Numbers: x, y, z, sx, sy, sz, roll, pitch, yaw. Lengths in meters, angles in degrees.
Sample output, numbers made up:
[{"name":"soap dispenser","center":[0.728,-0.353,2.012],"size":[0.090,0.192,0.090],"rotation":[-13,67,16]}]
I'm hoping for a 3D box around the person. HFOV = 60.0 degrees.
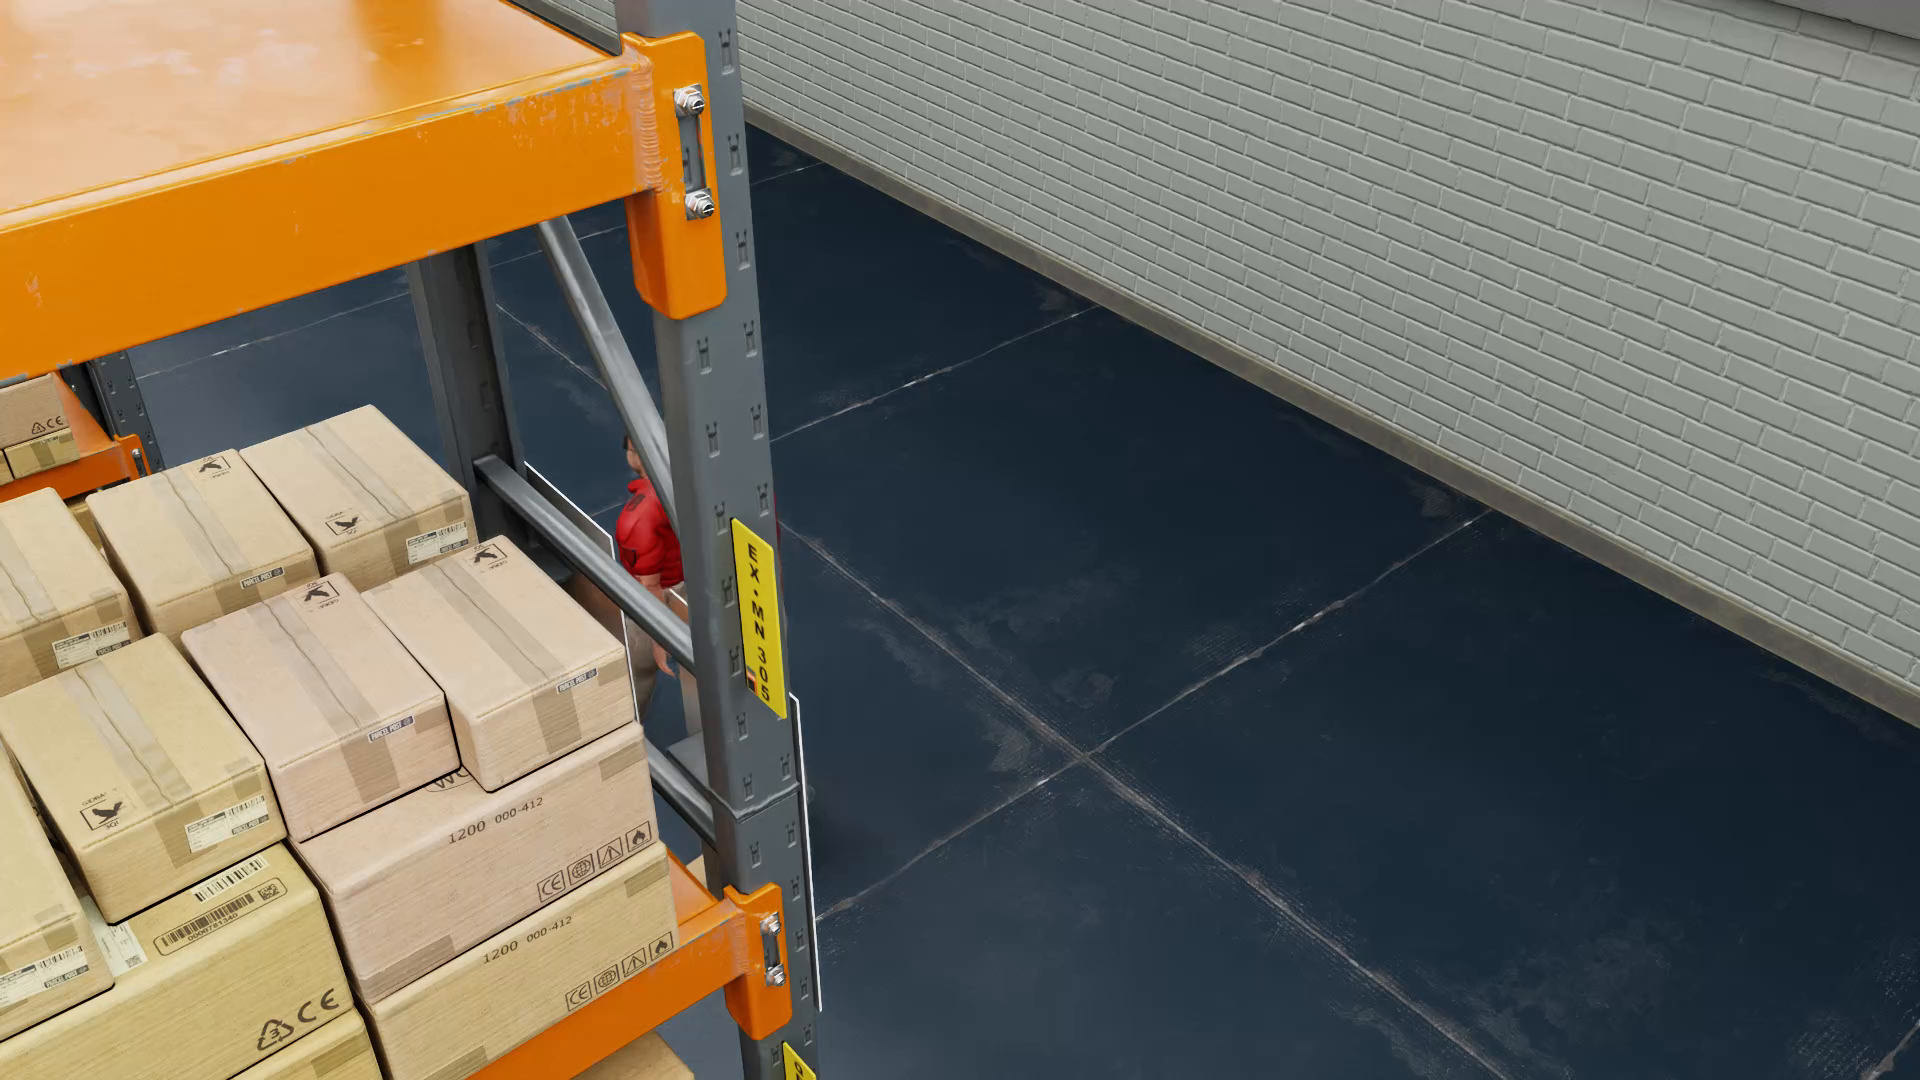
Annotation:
[{"name":"person","center":[-1.175,0.223,6.788],"size":[1.088,1.659,0.534],"rotation":[26,43,32]}]
